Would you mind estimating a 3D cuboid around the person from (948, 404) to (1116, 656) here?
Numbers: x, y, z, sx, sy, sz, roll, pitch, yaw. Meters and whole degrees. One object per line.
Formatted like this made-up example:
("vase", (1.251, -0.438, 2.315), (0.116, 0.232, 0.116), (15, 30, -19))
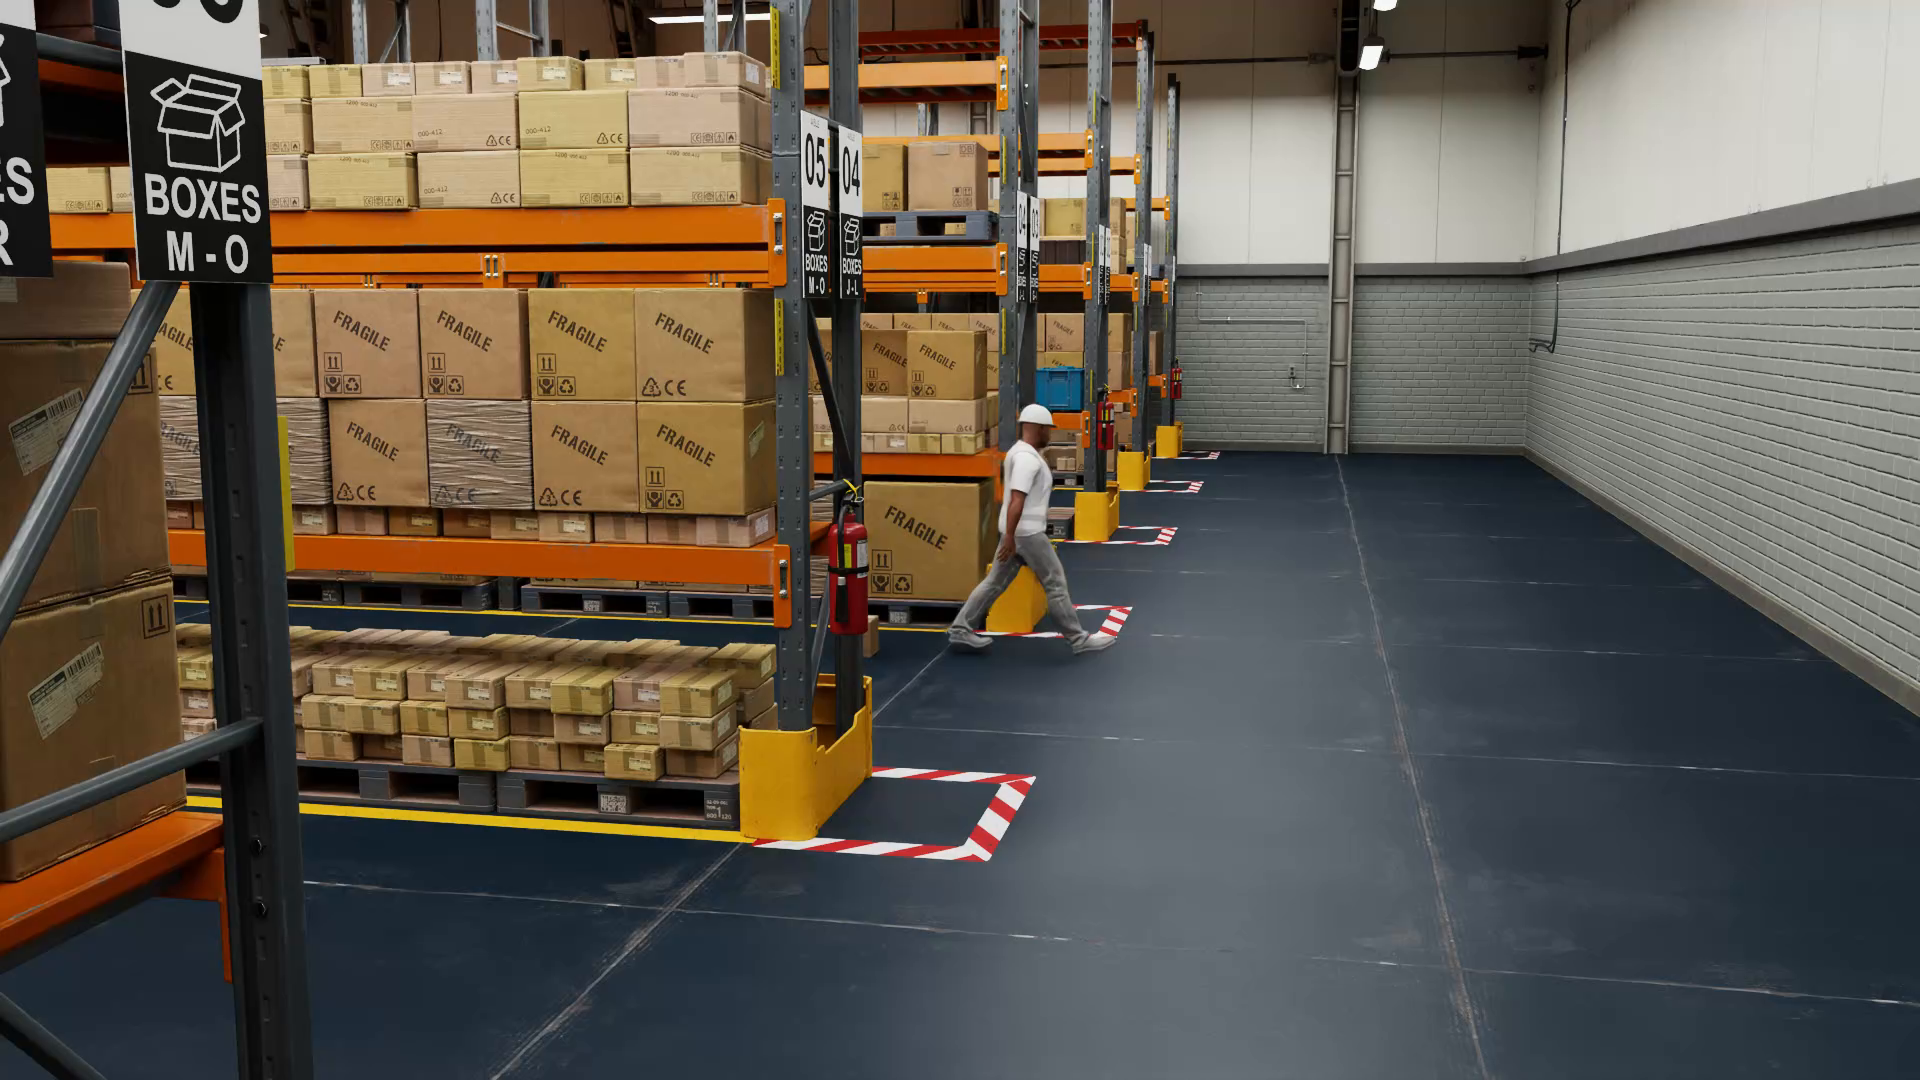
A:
("person", (0.480, -0.068, 11.327), (1.113, 1.700, 0.661), (-1, 8, -7))
